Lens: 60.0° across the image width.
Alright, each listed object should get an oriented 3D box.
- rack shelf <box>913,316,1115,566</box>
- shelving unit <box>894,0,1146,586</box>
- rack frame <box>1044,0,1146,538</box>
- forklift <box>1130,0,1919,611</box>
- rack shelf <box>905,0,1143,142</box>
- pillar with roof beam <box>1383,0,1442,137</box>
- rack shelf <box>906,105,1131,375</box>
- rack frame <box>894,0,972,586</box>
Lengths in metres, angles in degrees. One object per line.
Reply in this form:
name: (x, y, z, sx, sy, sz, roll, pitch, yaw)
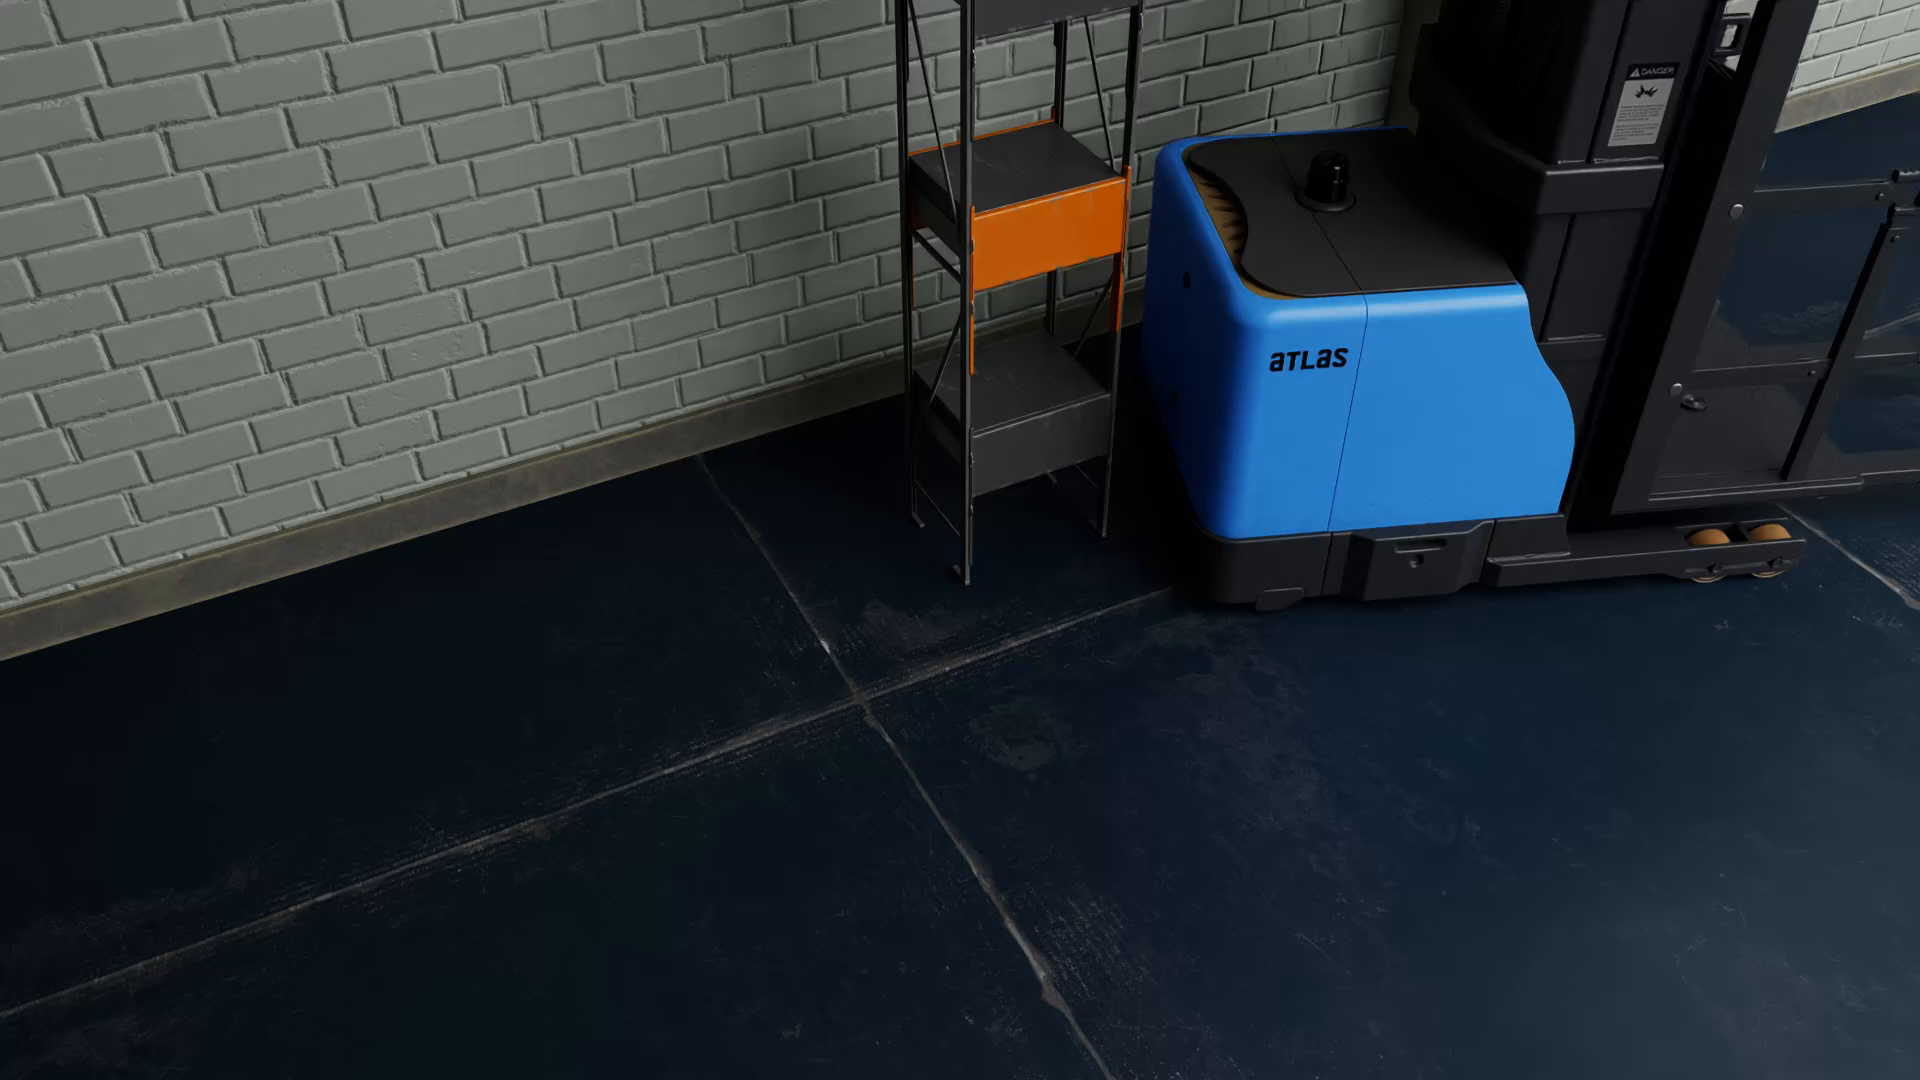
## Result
rack shelf: (0.147, -0.306, 5.091, 0.480, 0.518, 0.431, -19, 44, -21)
shelving unit: (0.147, -0.851, 4.630, 0.503, 2.100, 0.431, -19, 44, -21)
rack frame: (0.363, -0.924, 4.716, 0.015, 2.100, 0.400, -19, 44, -21)
forklift: (2.132, -1.324, 4.545, 3.031, 2.935, 1.130, -5, 40, -5)
rack shelf: (0.147, -1.375, 4.187, 0.480, 0.518, 0.431, -19, 44, -21)
pillar with roof beam: (3.824, -2.087, 0.750, 0.400, 9.000, 9.100, -19, 44, -21)
rack shelf: (0.147, -0.840, 4.639, 0.480, 0.518, 0.431, -19, 44, -21)
rack frame: (-0.070, -0.778, 4.544, 0.015, 2.100, 0.400, -19, 44, -21)
